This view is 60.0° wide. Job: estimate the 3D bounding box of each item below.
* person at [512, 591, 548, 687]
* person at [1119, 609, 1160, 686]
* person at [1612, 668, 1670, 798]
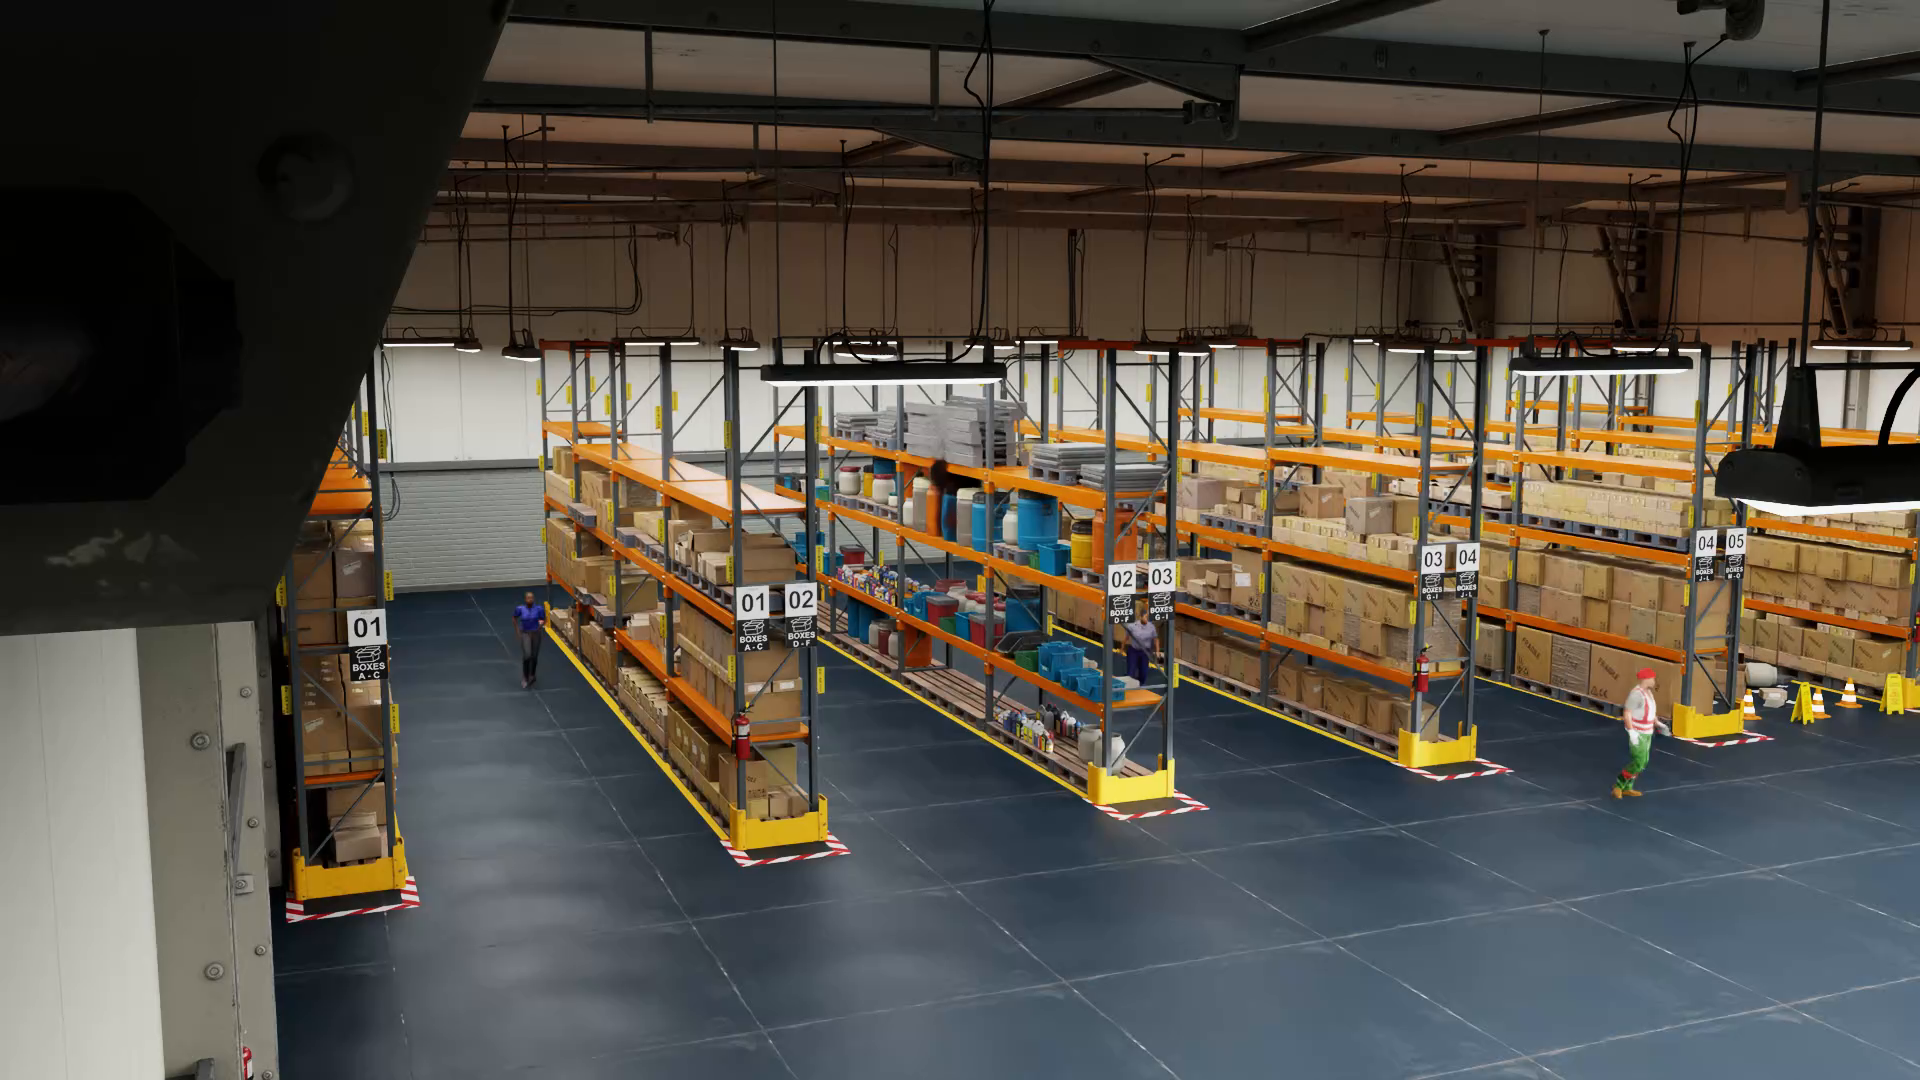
[{"bbox_3d":[-7.528,1.740,29.199,0.583,1.677,0.723,-3,8,-23],"label":"person"},{"bbox_3d":[3.019,1.925,27.861,0.623,1.603,0.594,-1,7,-6],"label":"person"},{"bbox_3d":[9.079,2.582,22.184,0.573,1.752,0.771,6,10,39],"label":"person"}]
